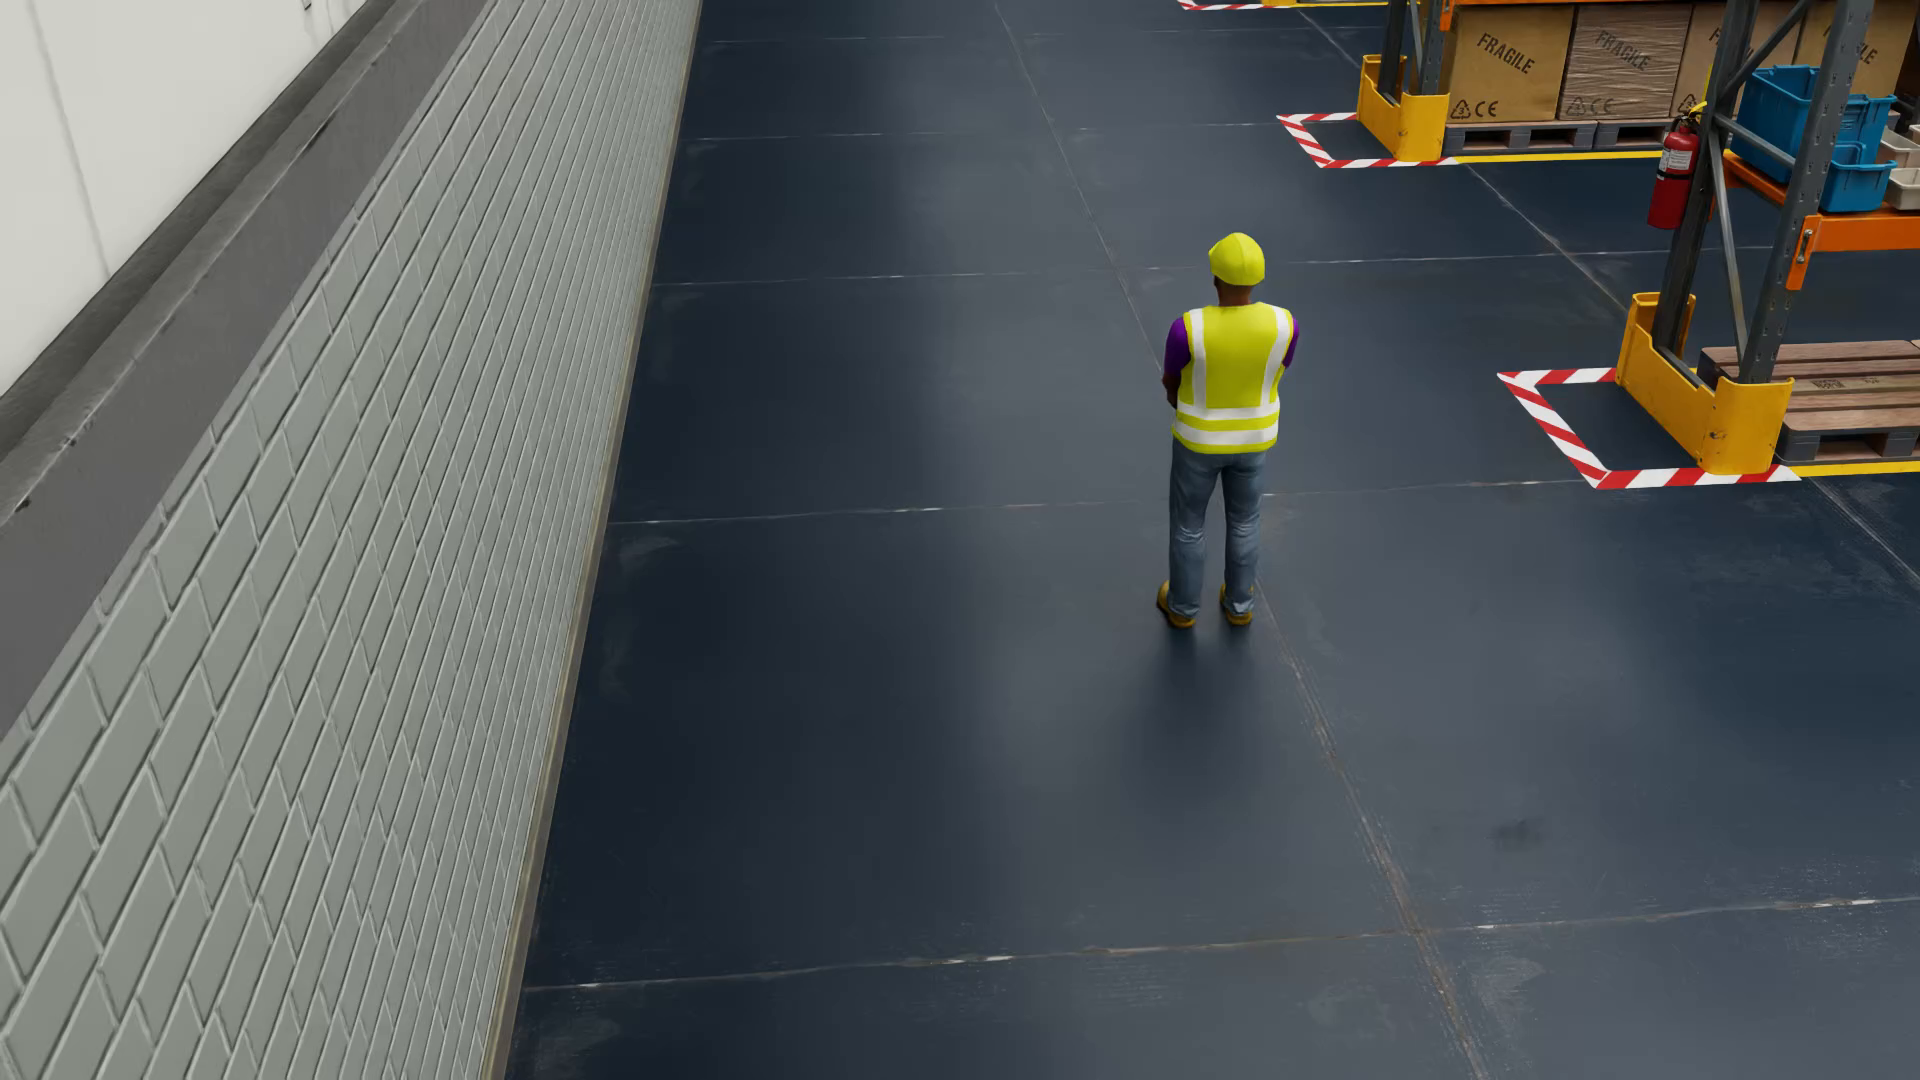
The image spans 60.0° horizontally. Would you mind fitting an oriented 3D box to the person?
[{"bbox_3d":[1.063,-0.474,6.902,0.521,1.767,0.573,-3,31,-5],"label":"person"}]
